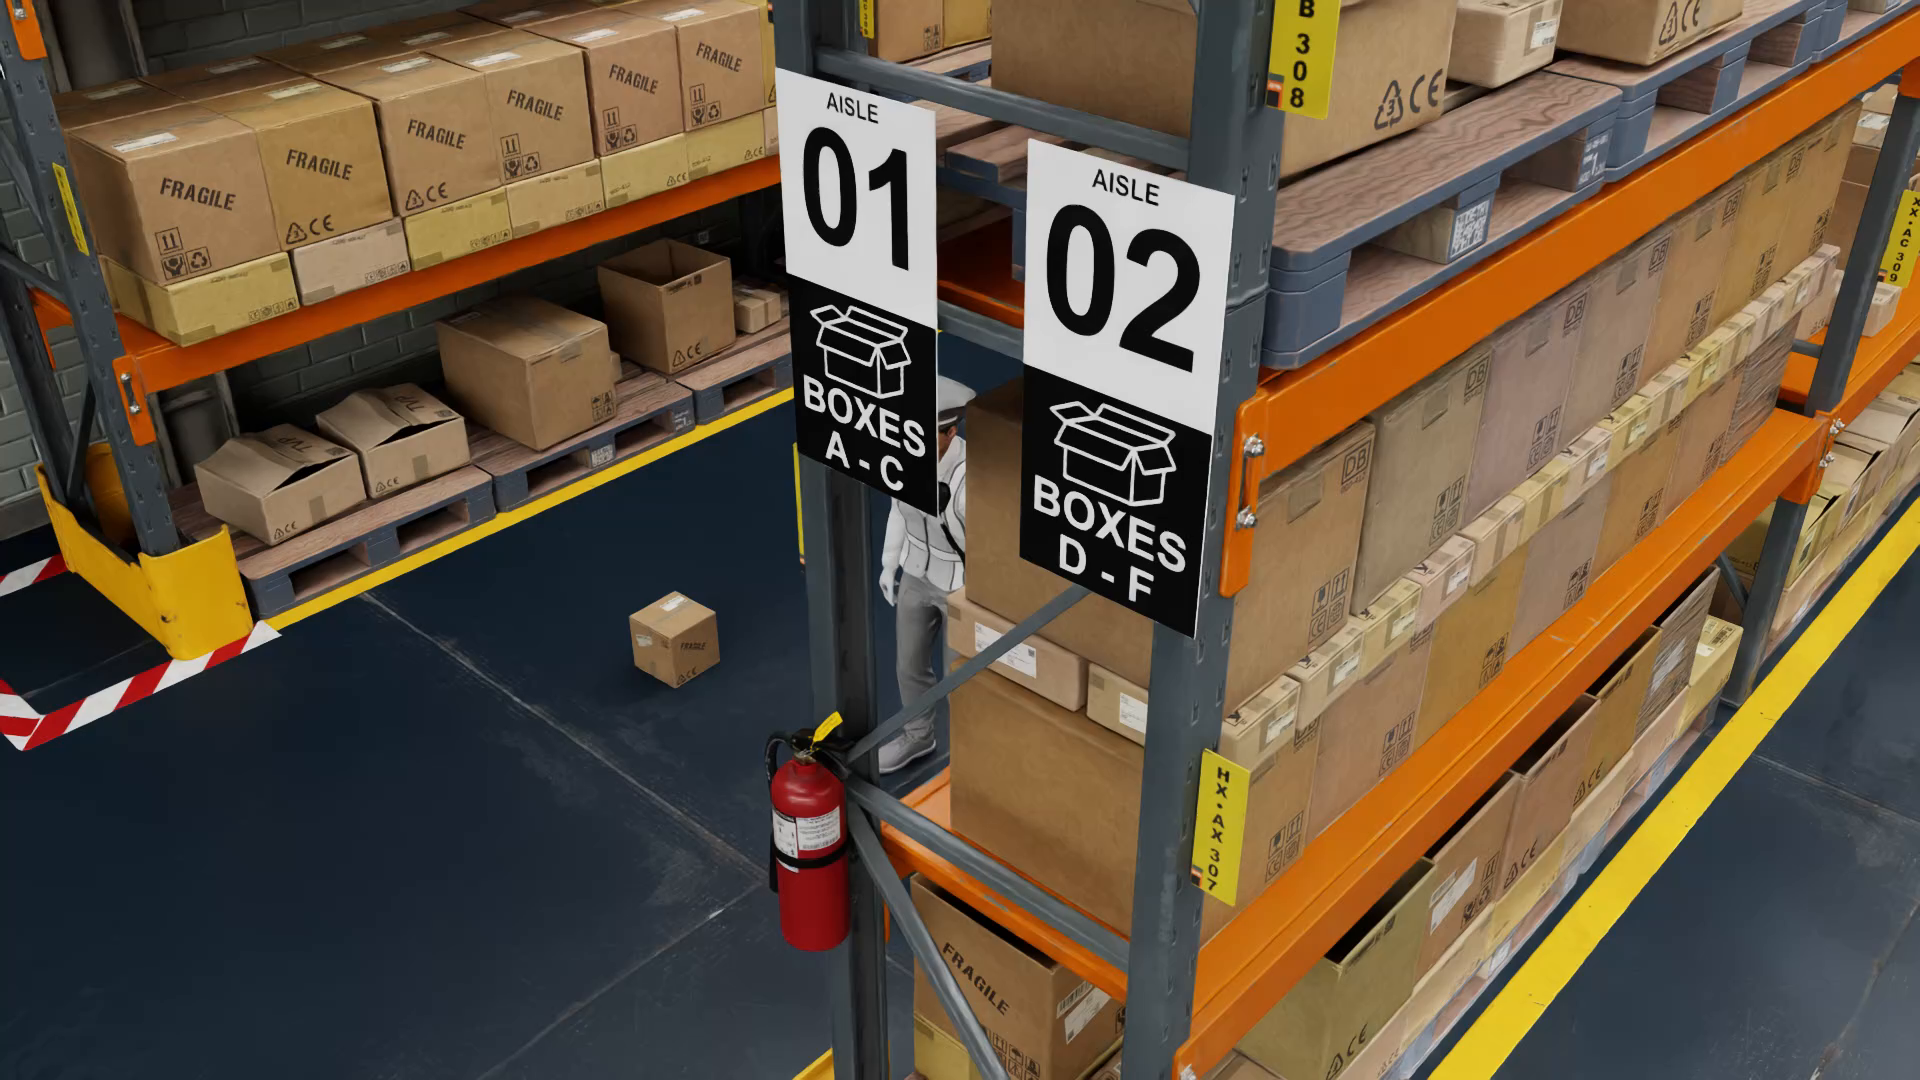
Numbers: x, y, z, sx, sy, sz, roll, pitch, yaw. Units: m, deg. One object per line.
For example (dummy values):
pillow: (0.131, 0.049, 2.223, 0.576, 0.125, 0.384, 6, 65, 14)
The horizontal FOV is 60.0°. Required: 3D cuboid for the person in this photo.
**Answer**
person: (-0.062, 0.178, 5.842, 0.534, 1.662, 0.379, 24, 39, 34)
